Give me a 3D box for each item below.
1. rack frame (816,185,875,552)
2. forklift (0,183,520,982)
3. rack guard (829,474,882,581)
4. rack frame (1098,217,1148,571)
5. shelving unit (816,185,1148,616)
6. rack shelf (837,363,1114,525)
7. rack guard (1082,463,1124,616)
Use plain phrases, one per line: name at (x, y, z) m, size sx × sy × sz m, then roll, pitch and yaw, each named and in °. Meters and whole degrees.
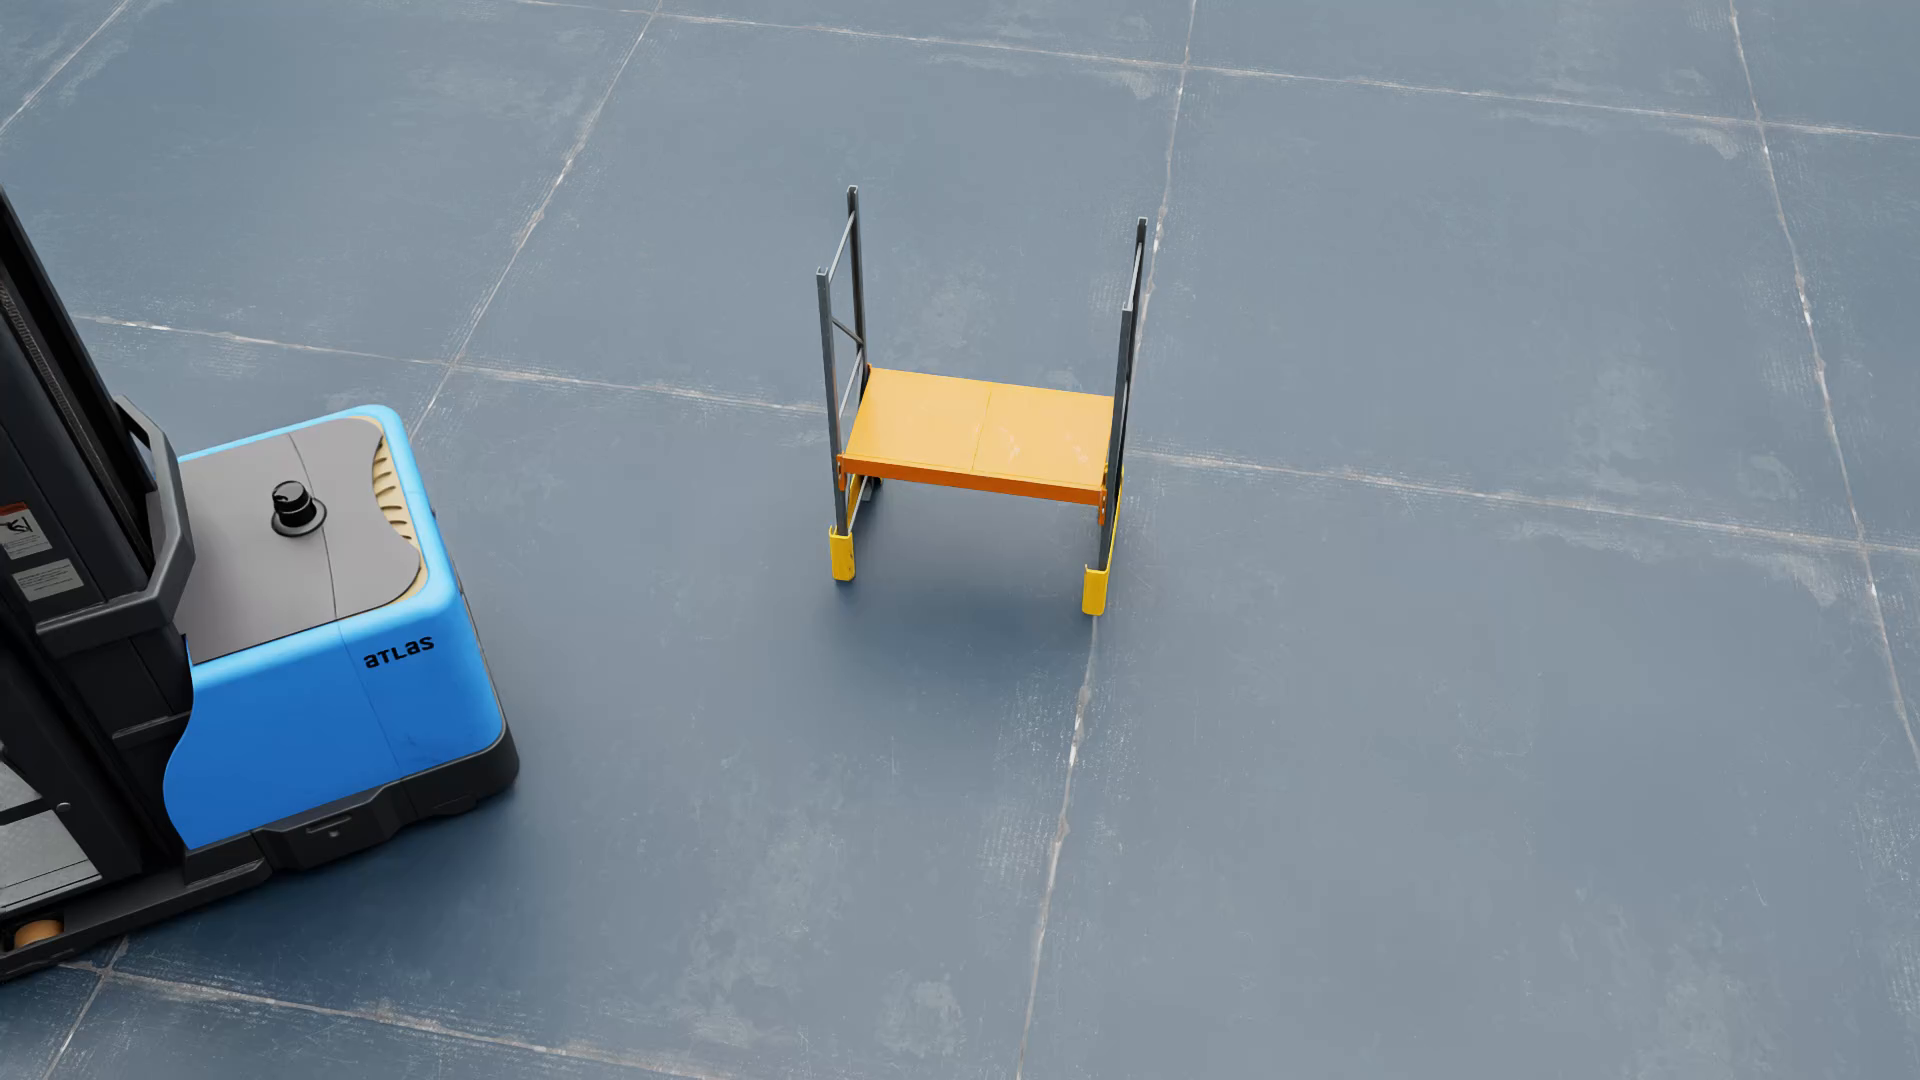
rack frame at (-0.416, -0.557, 6.214) m, size 0.032 × 1.500 × 0.500 m, roll 8°, pitch 49°, yaw 7°
forklift at (-3.124, 0.028, 4.726) m, size 3.031 × 2.935 × 1.130 m, roll -19°, pitch 51°, yaw -16°
rack guard at (-0.415, -0.139, 6.679) m, size 0.087 × 0.250 × 0.587 m, roll 8°, pitch 49°, yaw 7°
rack frame at (0.584, -0.423, 6.094) m, size 0.032 × 1.500 × 0.500 m, roll 8°, pitch 49°, yaw 7°
shelving unit at (0.075, -0.491, 6.155) m, size 1.083 × 1.500 × 0.587 m, roll 8°, pitch 49°, yaw 7°
rack shelf at (0.084, -0.370, 6.288) m, size 1.000 × 0.185 × 0.538 m, roll 8°, pitch 49°, yaw 7°
rack guard at (0.565, -0.008, 6.561) m, size 0.087 × 0.250 × 0.587 m, roll 8°, pitch 49°, yaw 7°
